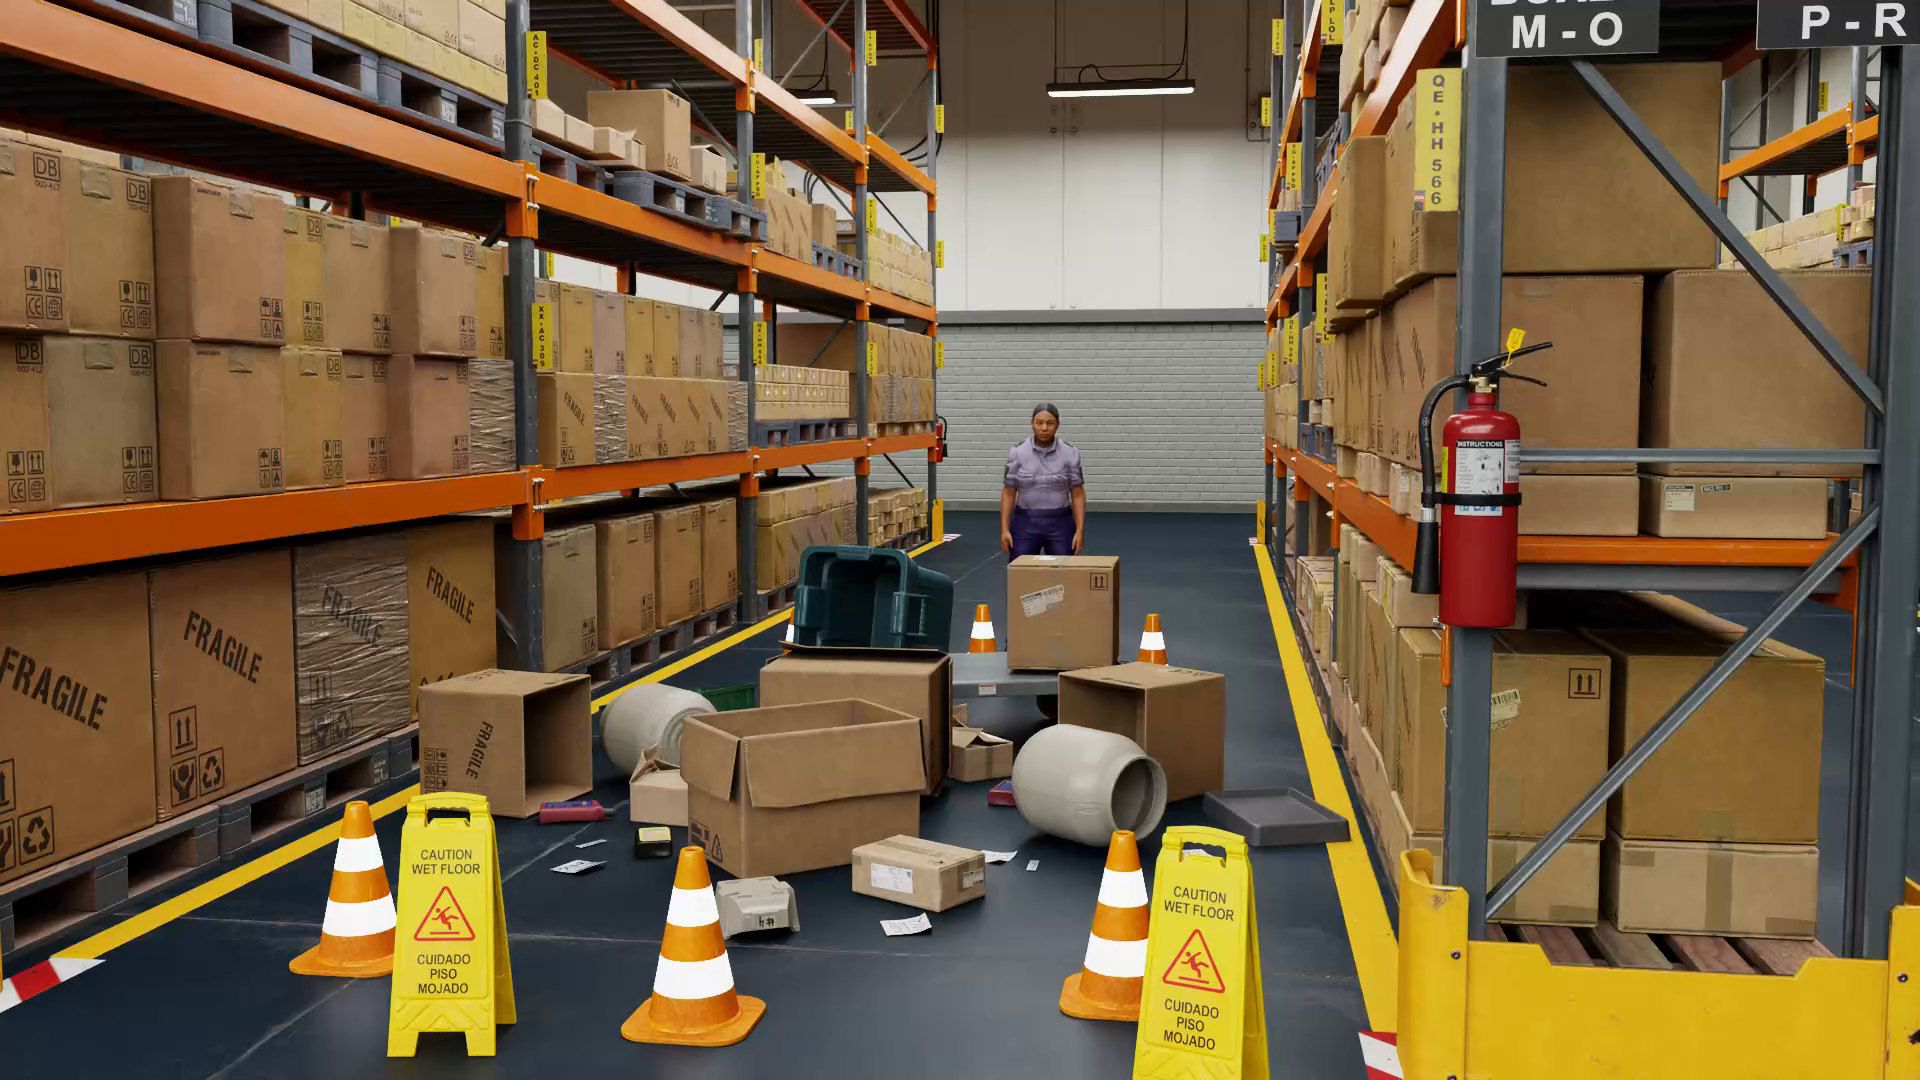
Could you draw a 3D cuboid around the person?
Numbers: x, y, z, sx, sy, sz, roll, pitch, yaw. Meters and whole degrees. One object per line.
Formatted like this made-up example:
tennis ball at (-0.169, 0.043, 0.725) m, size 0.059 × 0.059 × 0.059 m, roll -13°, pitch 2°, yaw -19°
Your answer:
person at (0.505, -0.027, 10.286) m, size 0.538 × 1.652 × 0.336 m, roll 0°, pitch 5°, yaw 5°
